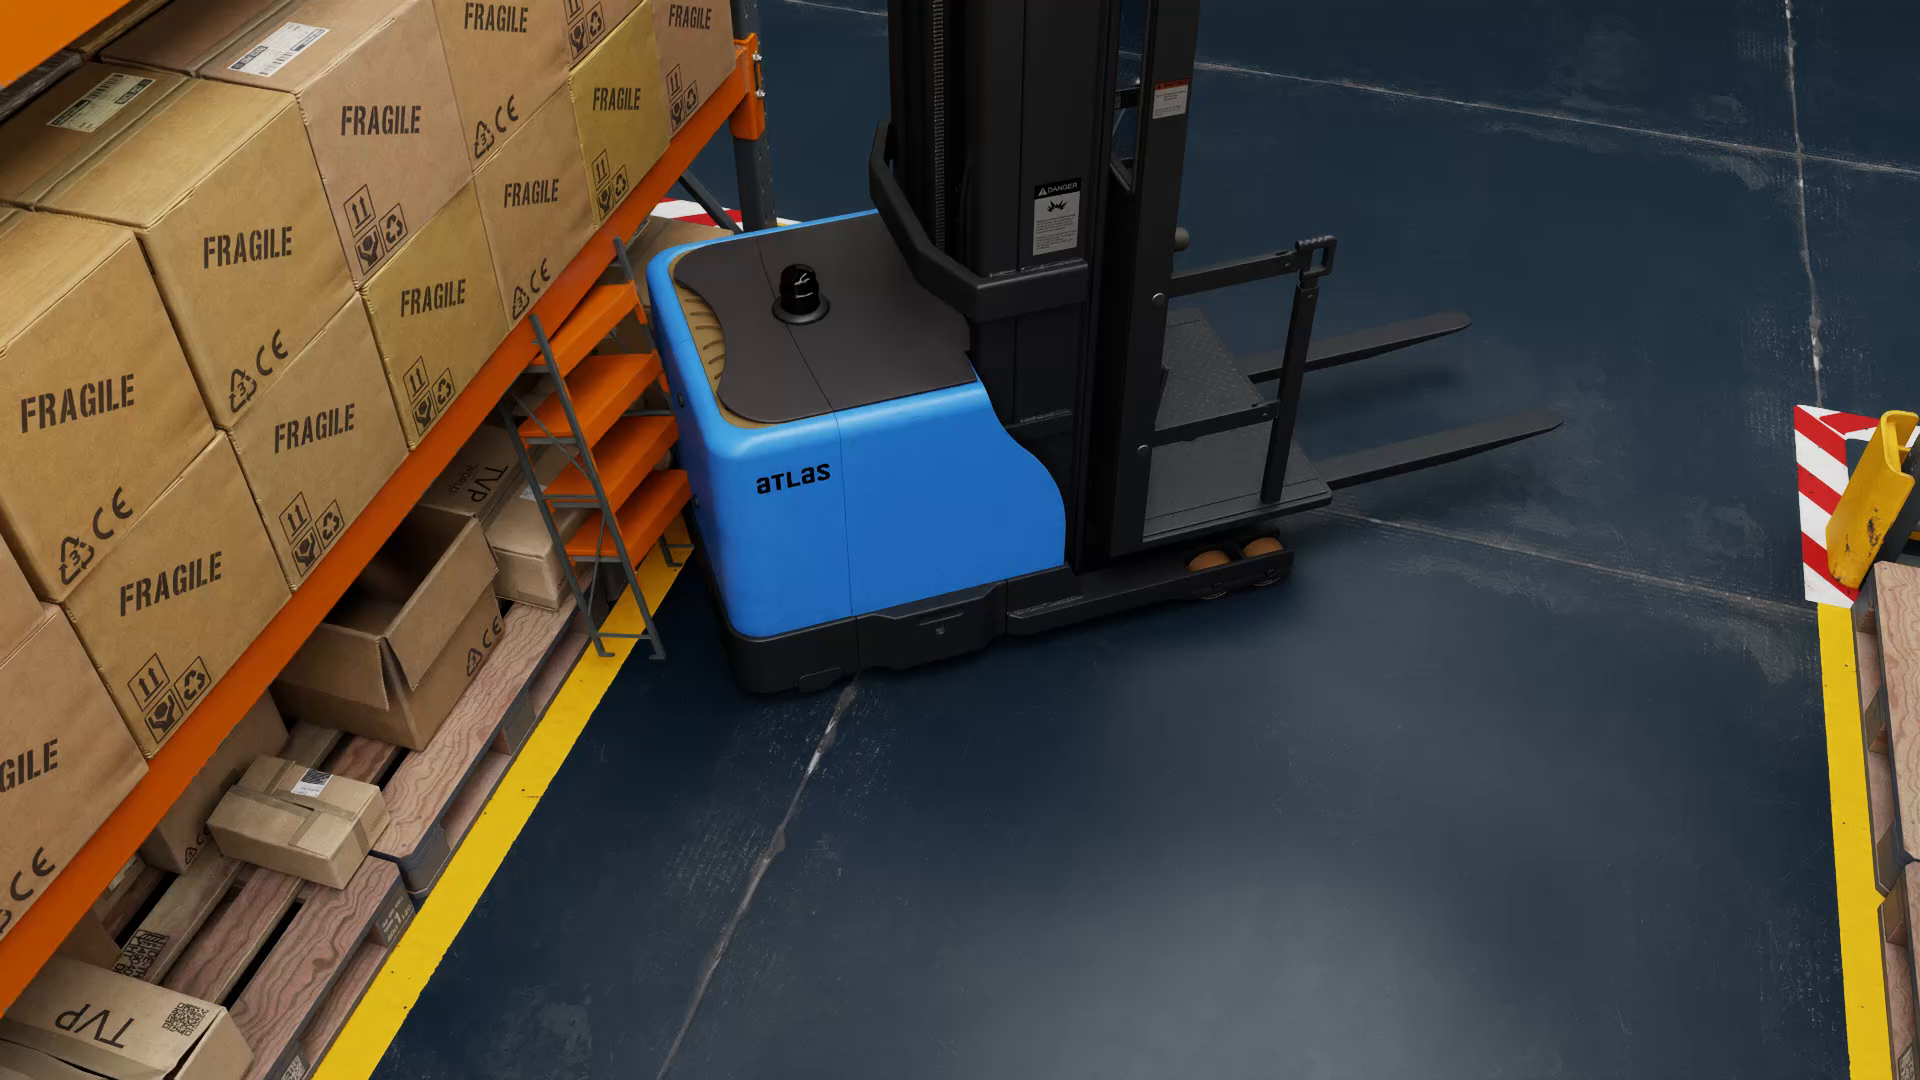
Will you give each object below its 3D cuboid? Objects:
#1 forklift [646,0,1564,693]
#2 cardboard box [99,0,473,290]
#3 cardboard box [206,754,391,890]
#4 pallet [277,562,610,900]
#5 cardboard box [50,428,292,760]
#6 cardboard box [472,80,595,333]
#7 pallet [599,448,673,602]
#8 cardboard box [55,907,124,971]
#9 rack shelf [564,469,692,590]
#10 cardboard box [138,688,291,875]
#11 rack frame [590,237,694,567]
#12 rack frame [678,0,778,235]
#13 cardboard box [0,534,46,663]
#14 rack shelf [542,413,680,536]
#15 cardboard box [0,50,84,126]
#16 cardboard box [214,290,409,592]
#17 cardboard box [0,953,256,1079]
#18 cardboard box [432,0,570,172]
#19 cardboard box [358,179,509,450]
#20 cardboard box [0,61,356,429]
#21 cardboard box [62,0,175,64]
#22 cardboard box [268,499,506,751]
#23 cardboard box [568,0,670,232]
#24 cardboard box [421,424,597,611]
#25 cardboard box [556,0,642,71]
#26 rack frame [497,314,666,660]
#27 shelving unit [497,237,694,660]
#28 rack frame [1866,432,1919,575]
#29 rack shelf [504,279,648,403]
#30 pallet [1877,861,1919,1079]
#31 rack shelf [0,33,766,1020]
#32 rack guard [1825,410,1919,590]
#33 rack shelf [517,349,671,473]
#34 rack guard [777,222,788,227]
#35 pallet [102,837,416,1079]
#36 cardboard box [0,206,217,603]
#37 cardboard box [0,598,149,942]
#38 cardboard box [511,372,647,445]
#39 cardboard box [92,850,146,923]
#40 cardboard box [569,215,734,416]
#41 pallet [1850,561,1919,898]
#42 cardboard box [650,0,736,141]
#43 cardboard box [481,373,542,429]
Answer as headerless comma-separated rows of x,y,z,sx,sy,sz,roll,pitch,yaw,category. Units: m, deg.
0.591,-1.188,4.868,3.031,2.935,1.130,-13,46,-13,forklift
-1.509,-0.960,3.800,0.500,0.500,0.500,14,46,14,cardboard box
-1.801,0.762,4.538,0.380,0.166,0.250,13,46,13,cardboard box
-1.811,0.442,5.147,1.003,0.211,1.213,13,46,13,pallet
-1.821,0.059,3.473,0.500,0.500,0.500,13,46,13,cardboard box
-1.362,-0.949,4.504,0.500,0.500,0.500,13,46,13,cardboard box
-1.439,-0.368,5.976,1.003,0.211,1.213,13,46,13,pallet
-2.485,1.015,4.041,0.500,0.500,0.500,13,46,13,cardboard box
-1.023,-0.046,5.242,0.258,0.148,0.480,1,35,22,rack shelf
-2.258,0.583,4.618,0.500,0.311,0.500,13,46,13,cardboard box
-1.000,-0.404,5.286,0.240,1.200,0.015,1,35,22,rack frame
-1.176,-1.947,5.595,1.000,3.000,0.127,13,46,13,rack frame
-1.976,0.071,2.746,0.500,0.500,0.500,14,46,14,cardboard box
-1.062,-0.209,5.136,0.258,0.148,0.480,1,35,22,rack shelf
-2.175,-0.744,3.579,0.500,0.500,0.500,13,46,13,cardboard box
-1.667,-0.274,3.814,0.500,0.500,0.500,12,46,12,cardboard box
-2.054,1.289,3.896,0.500,0.311,0.500,13,46,13,cardboard box
-1.353,-1.302,4.150,0.500,0.500,0.500,14,46,14,cardboard box
-1.515,-0.613,4.160,0.500,0.500,0.500,12,46,12,cardboard box
-1.664,-0.615,3.448,0.500,0.500,0.500,11,46,11,cardboard box
-2.022,-1.079,3.922,0.500,0.500,0.500,12,46,12,cardboard box
-1.823,0.200,4.871,0.797,0.503,0.637,13,46,13,cardboard box
-1.206,-1.280,4.842,0.500,0.500,0.500,13,46,13,cardboard box
-1.422,-0.080,5.339,0.500,0.250,0.500,13,46,13,cardboard box
-1.201,-1.649,4.504,0.500,0.500,0.500,14,46,14,cardboard box
-1.152,-0.125,4.915,0.240,1.200,0.015,1,35,22,rack frame
-1.076,-0.264,5.100,0.258,1.200,0.503,1,35,22,shelving unit
3.544,-0.896,4.521,1.000,3.000,0.127,13,46,13,rack frame
-1.154,-0.587,4.890,0.258,0.148,0.480,1,35,22,rack shelf
2.886,1.453,4.114,1.003,0.211,1.213,13,46,13,pallet
-1.781,-0.357,4.485,1.077,0.370,4.000,13,46,13,rack shelf
3.539,-0.021,5.414,1.175,0.500,0.348,13,46,13,rack guard
-1.107,-0.393,5.017,0.258,0.148,0.480,1,35,22,rack shelf
-1.199,-1.003,6.418,1.175,0.500,0.348,13,46,13,rack guard
-2.178,1.258,4.314,1.003,0.211,1.213,13,46,13,pallet
-1.820,-0.273,3.098,0.500,0.500,0.500,11,45,11,cardboard box
-1.973,0.401,3.124,0.500,0.500,0.500,14,46,14,cardboard box
-1.314,-0.427,5.752,0.380,0.166,0.250,13,46,13,cardboard box
-2.428,0.878,4.432,0.380,0.149,0.250,13,46,13,cardboard box
-1.106,-0.797,5.892,0.500,0.500,0.500,13,46,13,cardboard box
3.257,0.642,4.943,1.003,0.211,1.213,13,46,13,pallet
-1.052,-1.627,5.196,0.500,0.500,0.500,14,46,14,cardboard box
-1.762,-0.486,5.754,0.500,0.250,0.500,13,46,13,cardboard box
